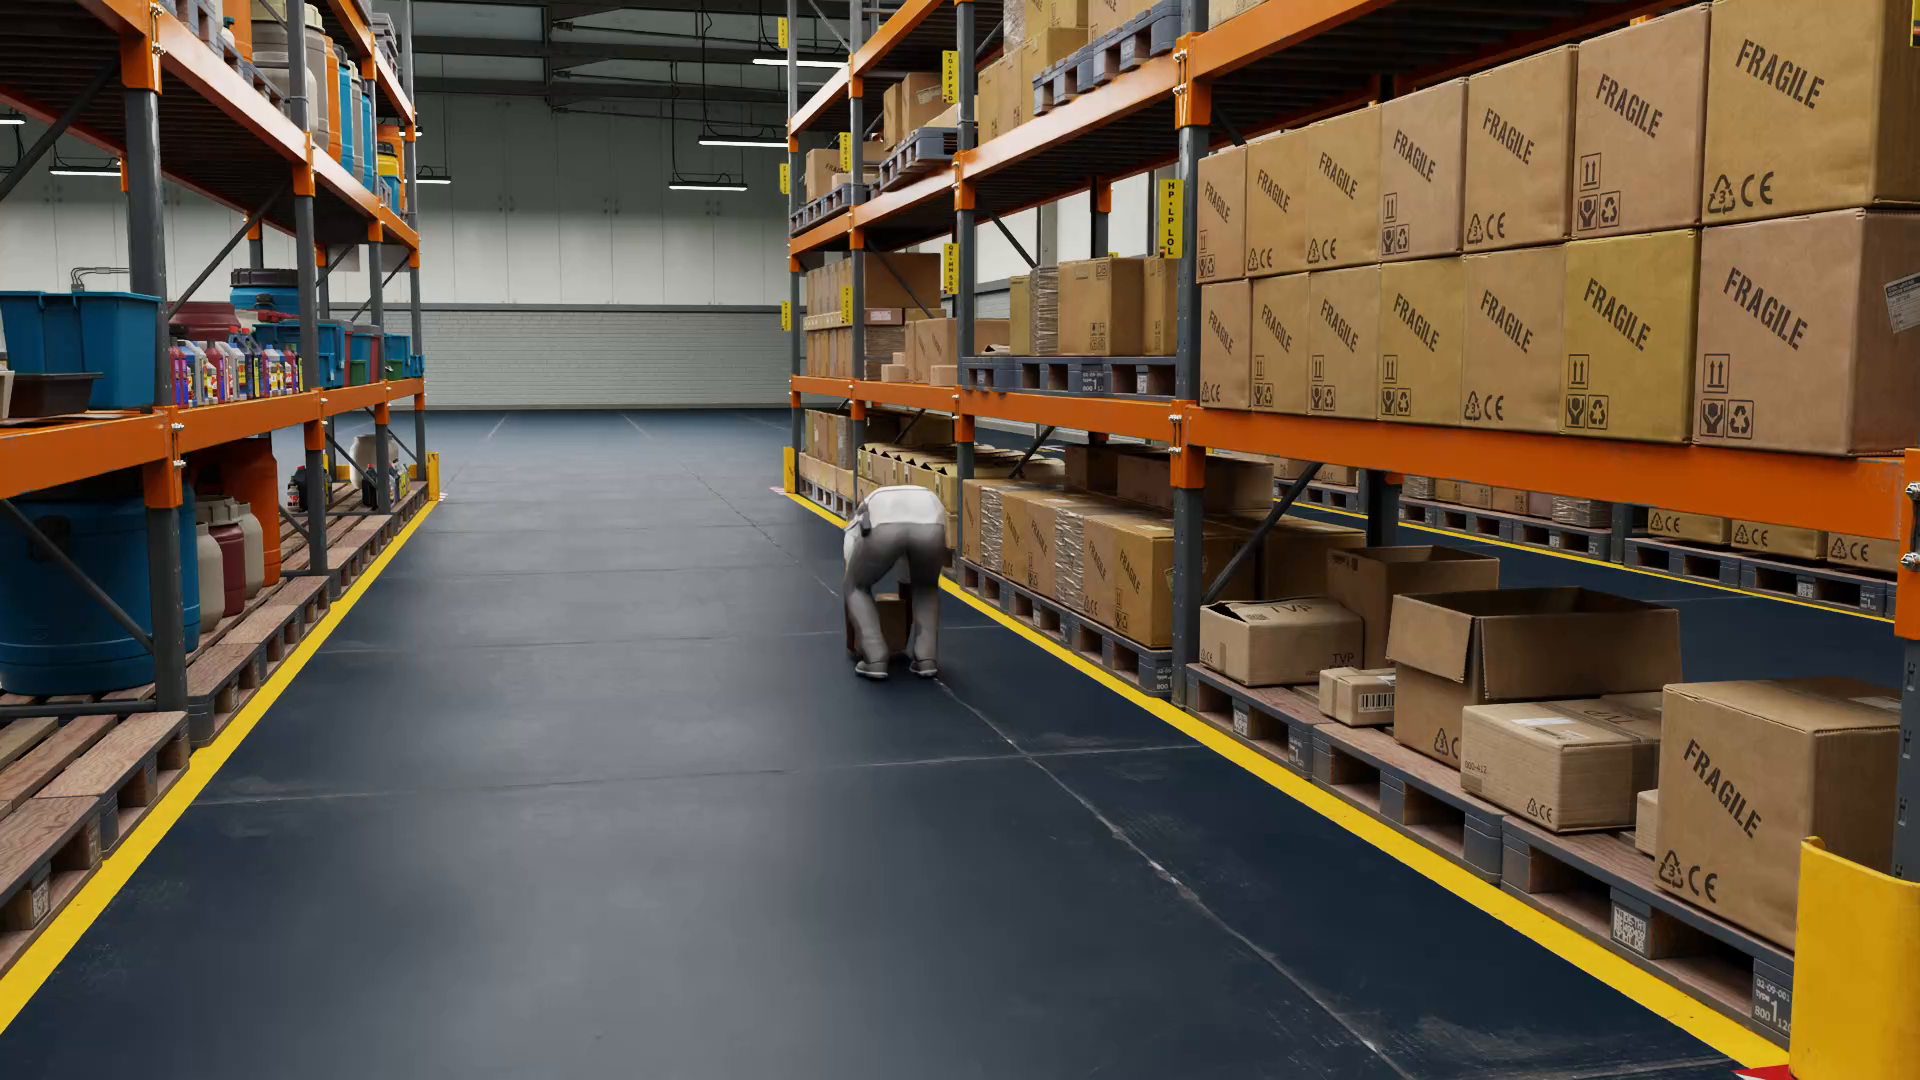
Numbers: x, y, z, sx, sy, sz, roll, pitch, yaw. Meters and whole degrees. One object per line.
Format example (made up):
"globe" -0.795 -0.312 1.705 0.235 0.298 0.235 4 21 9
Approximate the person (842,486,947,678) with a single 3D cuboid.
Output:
"person" -0.342 0.178 8.034 0.465 0.908 0.904 -2 6 -16
